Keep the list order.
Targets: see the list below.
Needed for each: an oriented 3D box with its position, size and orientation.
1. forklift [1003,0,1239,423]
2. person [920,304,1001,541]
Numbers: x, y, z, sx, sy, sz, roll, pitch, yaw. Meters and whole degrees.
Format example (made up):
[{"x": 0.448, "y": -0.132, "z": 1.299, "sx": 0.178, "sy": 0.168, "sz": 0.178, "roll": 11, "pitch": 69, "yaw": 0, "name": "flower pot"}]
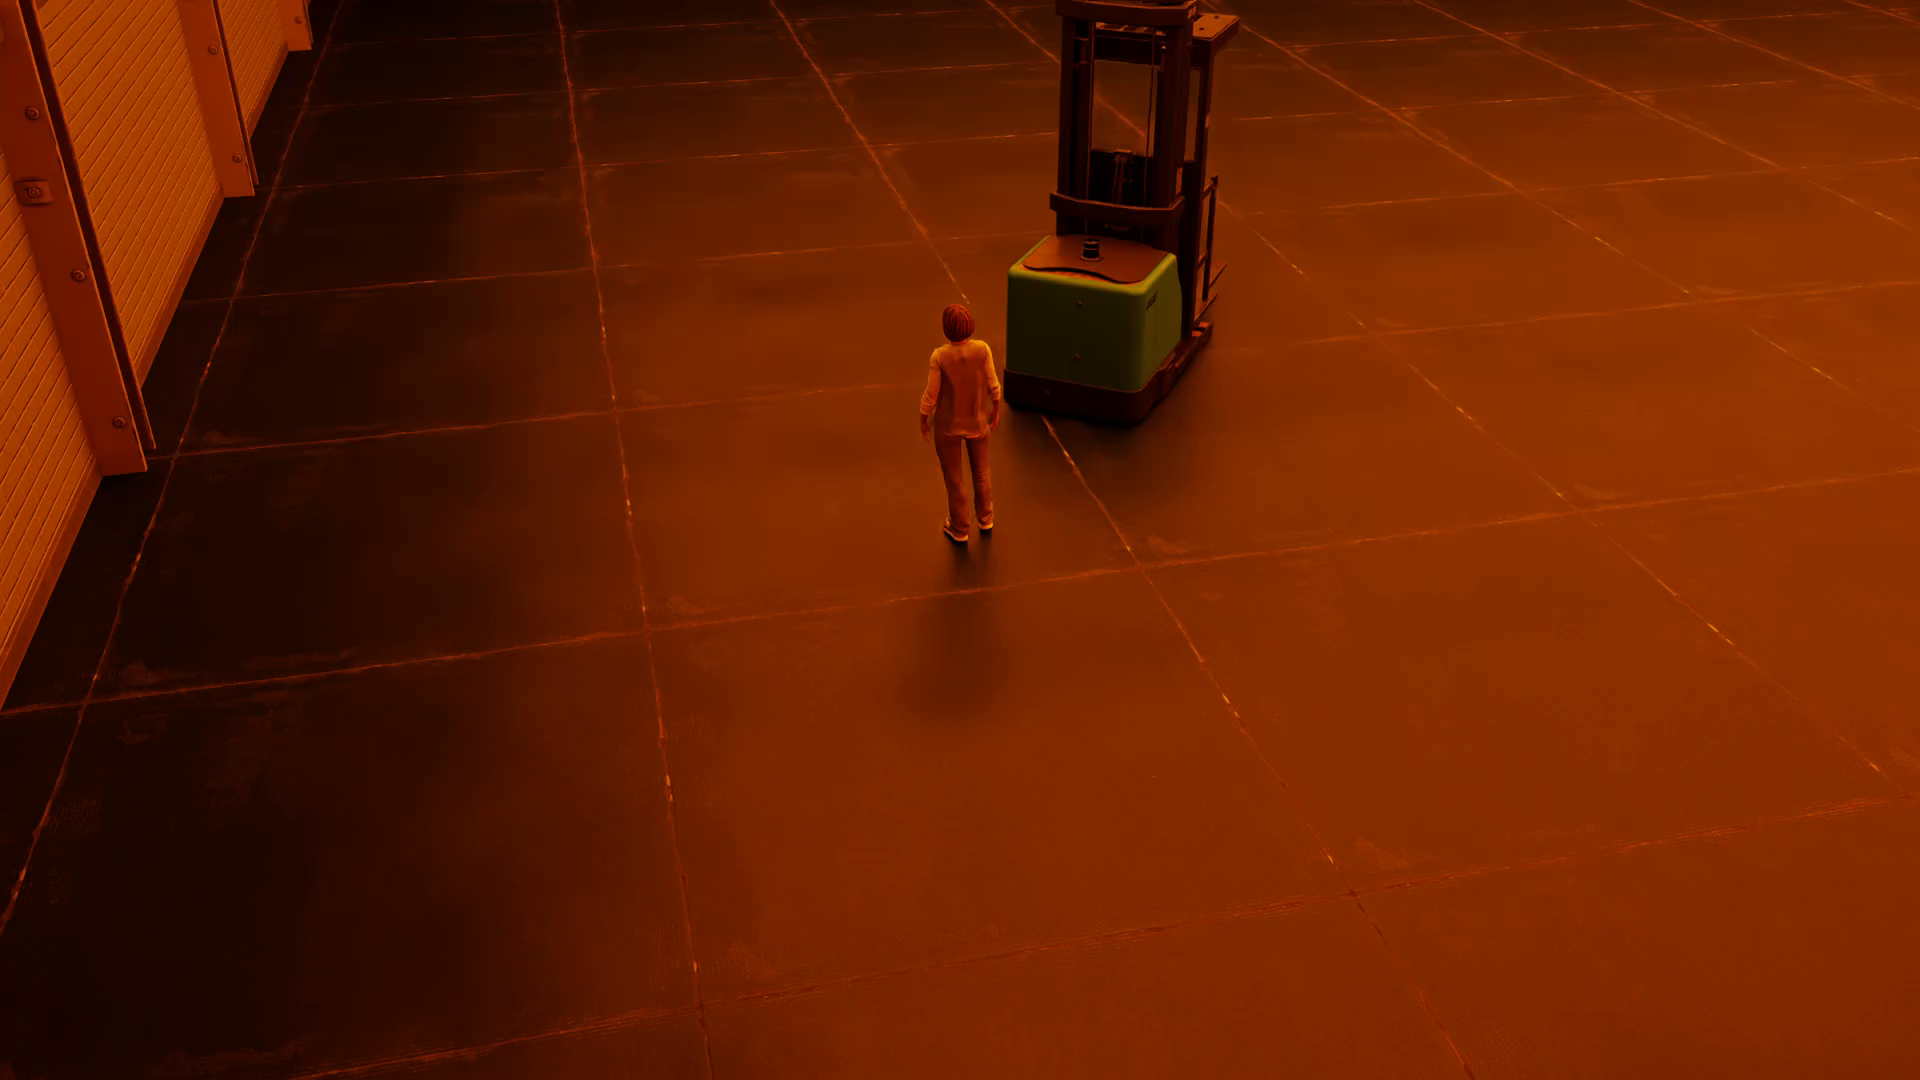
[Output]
[{"x": 1.364, "y": -2.818, "z": 12.442, "sx": 1.130, "sy": 2.935, "sz": 3.031, "roll": 12, "pitch": 32, "yaw": 20, "name": "forklift"}, {"x": -0.004, "y": -0.736, "z": 10.162, "sx": 0.520, "sy": 1.599, "sz": 0.473, "roll": -7, "pitch": 31, "yaw": -12, "name": "person"}]
